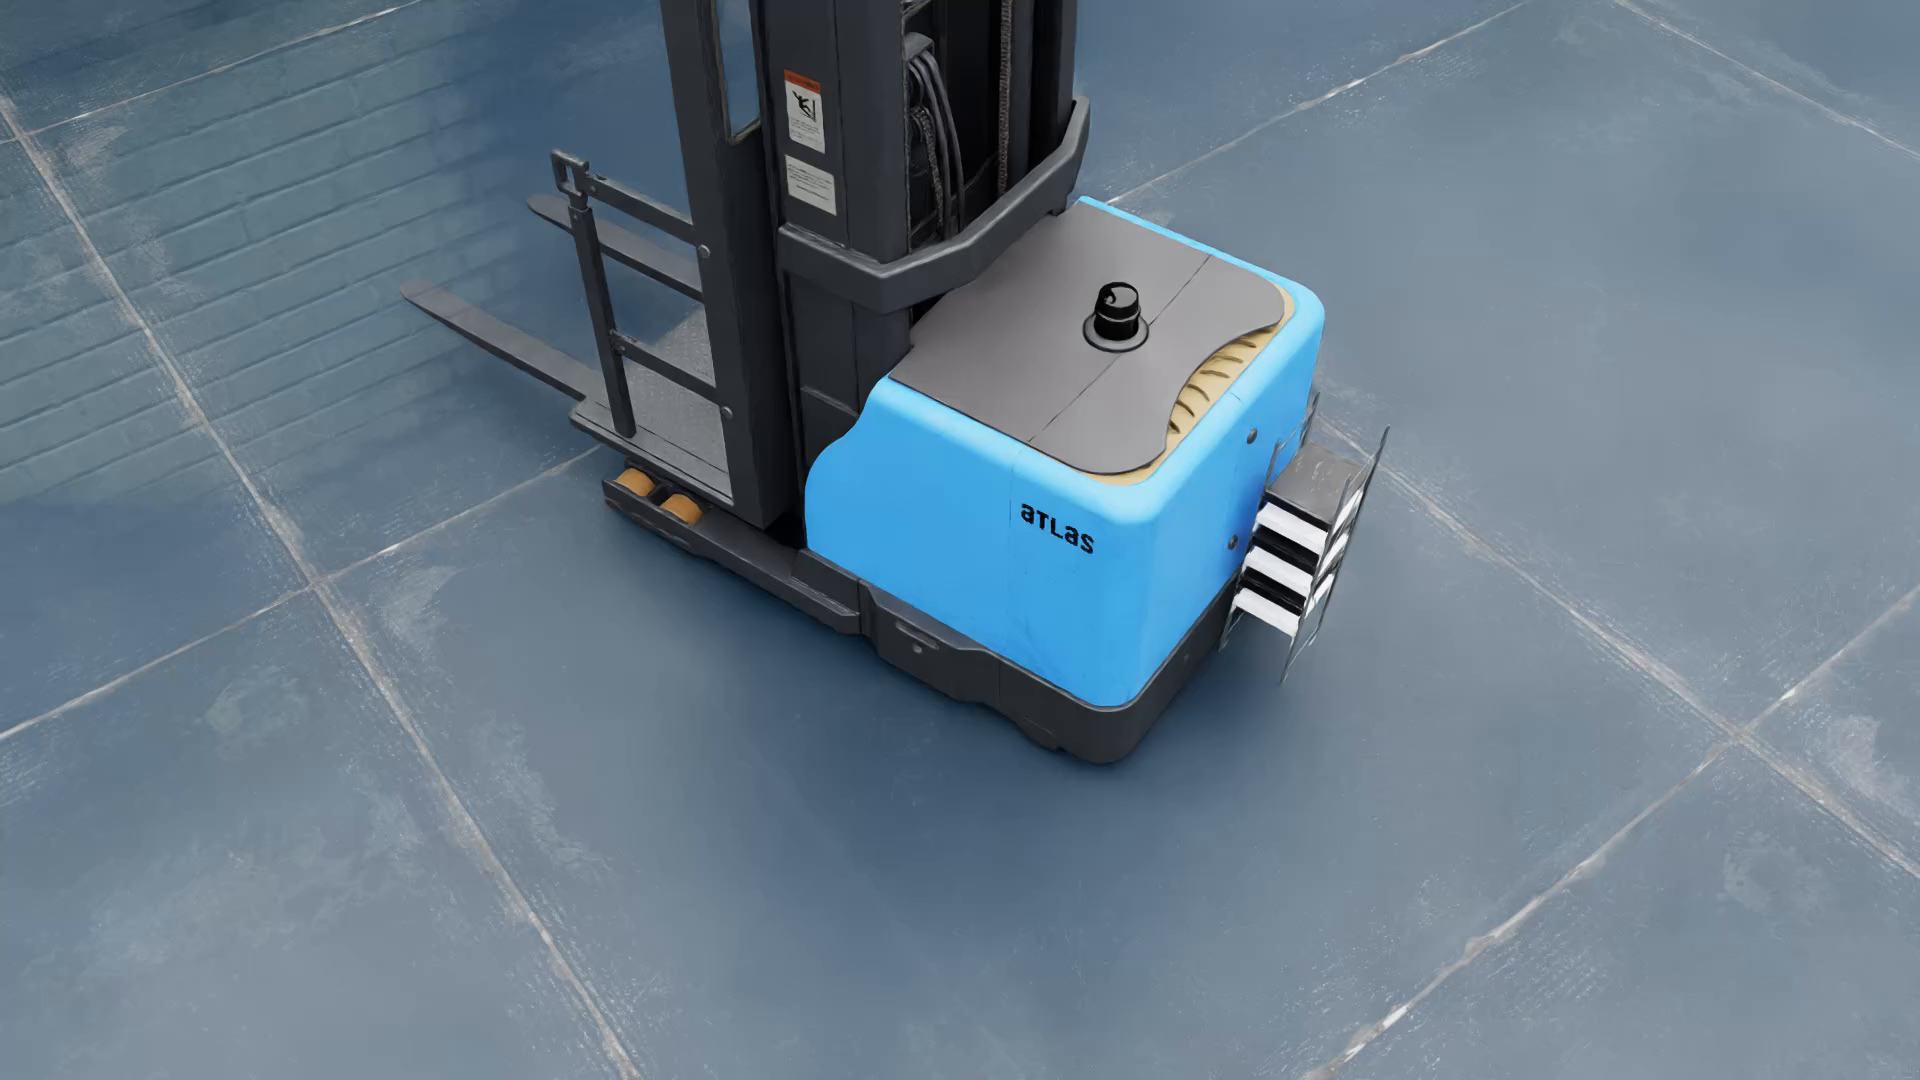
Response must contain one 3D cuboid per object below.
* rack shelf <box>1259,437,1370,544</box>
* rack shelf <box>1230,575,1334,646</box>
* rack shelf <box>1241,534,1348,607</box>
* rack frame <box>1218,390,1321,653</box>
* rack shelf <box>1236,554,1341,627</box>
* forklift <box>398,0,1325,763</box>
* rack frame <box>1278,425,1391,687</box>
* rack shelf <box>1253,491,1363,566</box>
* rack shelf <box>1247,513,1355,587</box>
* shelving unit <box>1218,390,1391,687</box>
[{"bbox_3d":[0.951,-0.135,4.439,0.200,0.077,0.258,30,54,20],"label":"rack shelf"},{"bbox_3d":[0.931,0.156,4.781,0.200,0.077,0.258,30,54,20],"label":"rack shelf"},{"bbox_3d":[0.939,0.039,4.644,0.200,0.077,0.258,30,54,20],"label":"rack shelf"},{"bbox_3d":[0.858,-0.030,4.654,0.006,0.900,0.240,30,54,20],"label":"rack frame"},{"bbox_3d":[0.935,0.098,4.713,0.200,0.077,0.258,30,54,20],"label":"rack shelf"},{"bbox_3d":[-0.513,-1.255,4.409,3.031,2.935,1.130,28,54,23],"label":"forklift"},{"bbox_3d":[1.023,0.065,4.584,0.006,0.900,0.240,30,54,20],"label":"rack frame"},{"bbox_3d":[0.947,-0.077,4.507,0.200,0.077,0.258,30,54,20],"label":"rack shelf"},{"bbox_3d":[0.943,-0.019,4.576,0.200,0.077,0.258,30,54,20],"label":"rack shelf"},{"bbox_3d":[0.941,0.018,4.619,0.210,0.900,0.258,30,54,20],"label":"shelving unit"}]
